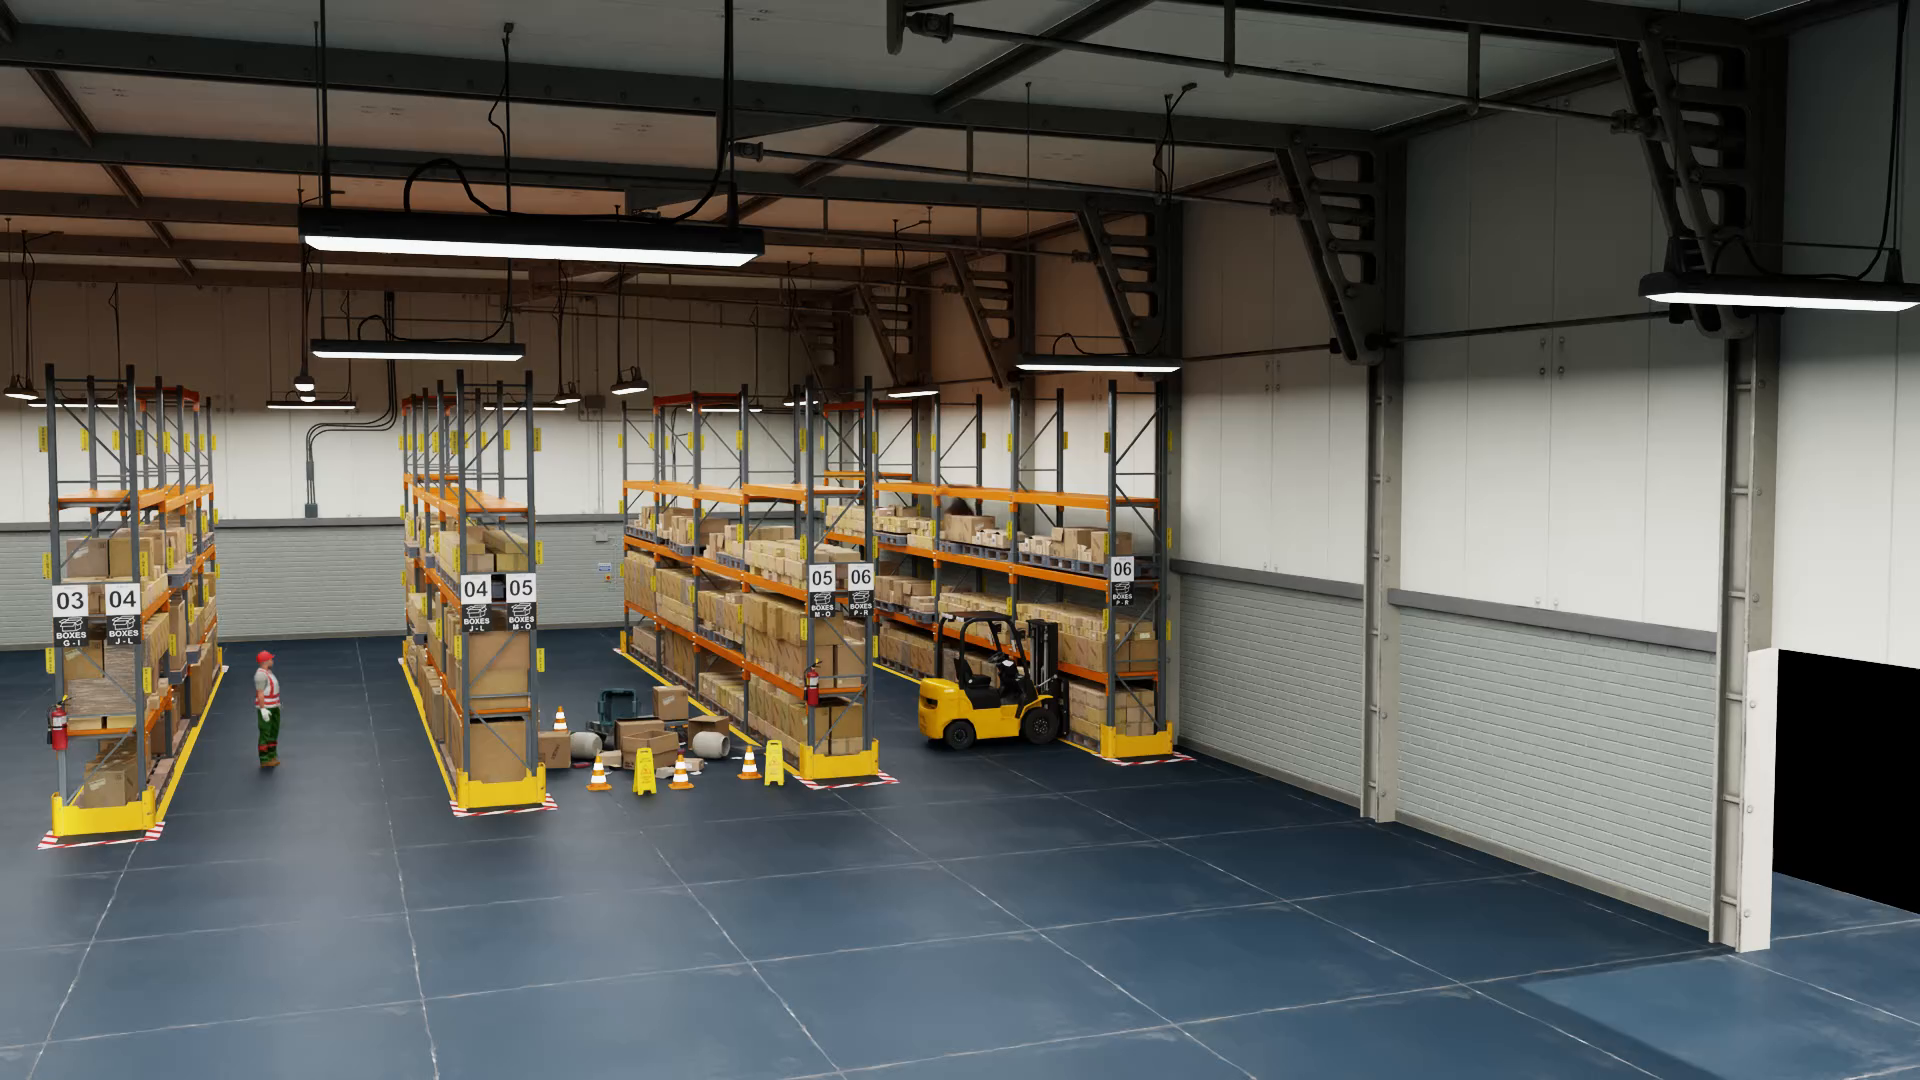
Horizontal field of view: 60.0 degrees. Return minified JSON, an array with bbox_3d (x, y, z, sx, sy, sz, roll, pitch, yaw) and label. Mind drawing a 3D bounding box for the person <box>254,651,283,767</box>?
[{"bbox_3d":[-10.704,2.620,25.751,0.419,1.822,0.614,0,3,7],"label":"person"}]
